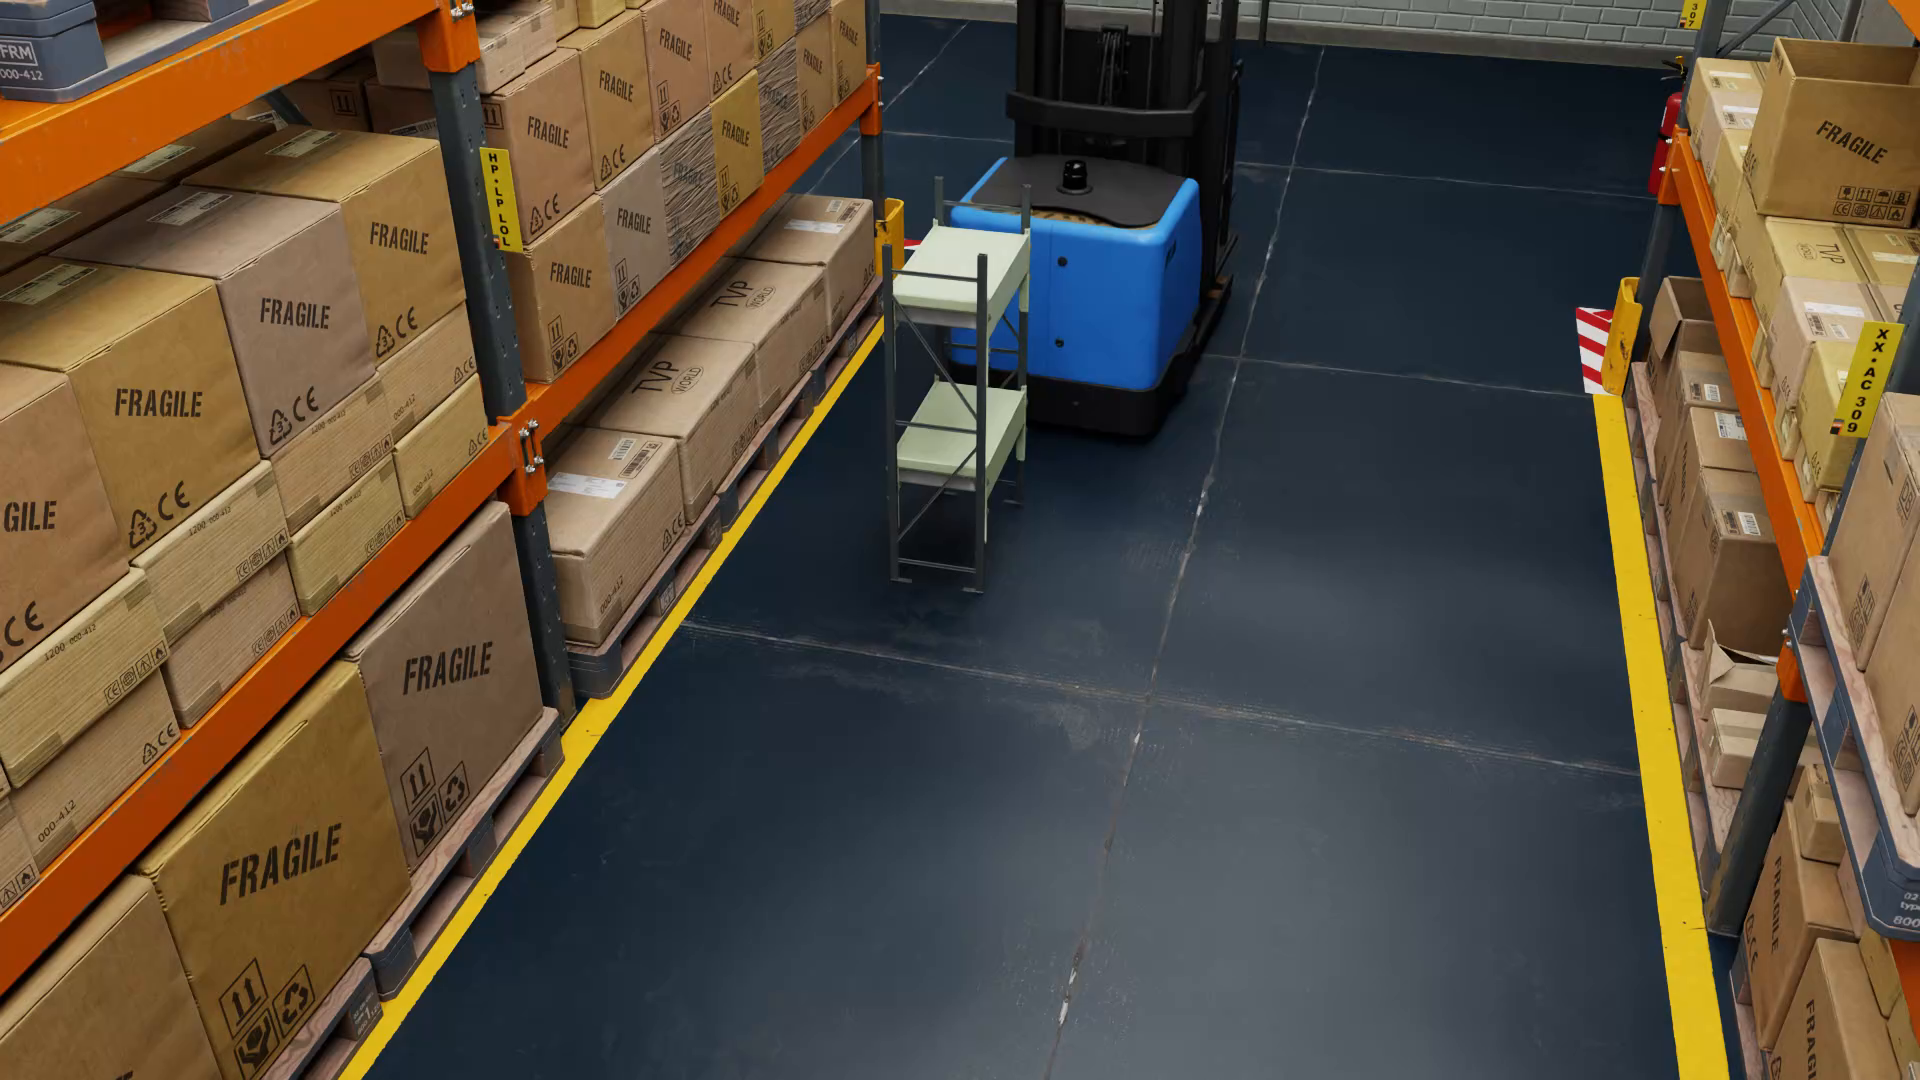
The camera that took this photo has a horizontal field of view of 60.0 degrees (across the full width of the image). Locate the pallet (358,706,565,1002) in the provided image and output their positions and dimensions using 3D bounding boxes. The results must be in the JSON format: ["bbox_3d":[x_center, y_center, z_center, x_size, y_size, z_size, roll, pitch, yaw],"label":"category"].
[{"bbox_3d":[-2.054,0.937,5.580,1.003,0.211,1.213,8,33,12],"label":"pallet"}]

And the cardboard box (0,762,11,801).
[{"bbox_3d":[-2.308,0.523,3.305,0.500,0.250,0.500,8,33,12],"label":"cardboard box"}]

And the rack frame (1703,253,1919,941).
[{"bbox_3d":[2.871,0.023,4.418,1.000,3.000,0.127,8,33,12],"label":"rack frame"}]

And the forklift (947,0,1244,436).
[{"bbox_3d":[0.893,-2.513,8.471,1.130,2.935,3.031,10,34,16],"label":"forklift"}]

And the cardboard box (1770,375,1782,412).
[{"bbox_3d":[2.888,-0.479,5.442,0.380,0.149,0.250,9,34,14],"label":"cardboard box"}]

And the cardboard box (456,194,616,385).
[{"bbox_3d":[-1.559,-0.901,5.778,0.500,0.500,0.500,9,34,14],"label":"cardboard box"}]

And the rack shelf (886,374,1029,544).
[{"bbox_3d":[-0.002,-0.354,7.017,0.431,0.370,0.720,8,33,12],"label":"rack shelf"}]

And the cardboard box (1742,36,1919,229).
[{"bbox_3d":[3.130,-1.454,5.905,0.500,0.500,0.500,9,34,14],"label":"cardboard box"}]

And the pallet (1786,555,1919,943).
[{"bbox_3d":[2.563,0.504,3.840,1.003,0.211,1.213,8,33,12],"label":"pallet"}]

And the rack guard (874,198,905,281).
[{"bbox_3d":[-0.910,-1.684,9.433,1.175,0.500,0.348,8,33,12],"label":"rack guard"}]

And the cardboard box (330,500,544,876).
[{"bbox_3d":[-2.011,0.401,5.412,0.875,0.875,0.875,9,34,14],"label":"cardboard box"}]

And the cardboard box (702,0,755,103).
[{"bbox_3d":[-1.170,-2.116,6.757,0.500,0.500,0.500,8,33,12],"label":"cardboard box"}]

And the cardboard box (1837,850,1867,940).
[{"bbox_3d":[2.527,0.931,4.323,0.380,0.149,0.250,7,33,11],"label":"cardboard box"}]

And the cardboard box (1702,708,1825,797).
[{"bbox_3d":[2.728,0.720,5.588,0.380,0.149,0.250,7,33,11],"label":"cardboard box"}]

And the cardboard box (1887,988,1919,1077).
[{"bbox_3d":[2.417,1.210,3.885,0.380,0.149,0.250,7,33,12],"label":"cardboard box"}]

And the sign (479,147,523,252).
[{"bbox_3d":[-1.404,-1.037,5.080,0.100,0.325,0.005,8,33,12],"label":"sign"}]

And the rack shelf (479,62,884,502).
[{"bbox_3d":[-1.423,-1.385,7.303,1.077,0.370,4.000,8,33,12],"label":"rack shelf"}]

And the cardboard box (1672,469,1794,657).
[{"bbox_3d":[3.121,0.107,6.225,0.700,0.500,0.500,7,33,11],"label":"cardboard box"}]

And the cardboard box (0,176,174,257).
[{"bbox_3d":[-2.423,-0.658,4.464,0.500,0.500,0.500,8,33,12],"label":"cardboard box"}]

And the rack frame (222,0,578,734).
[{"bbox_3d":[-1.931,-0.651,5.478,1.000,3.000,0.127,8,33,12],"label":"rack frame"}]

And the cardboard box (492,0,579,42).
[{"bbox_3d":[-1.526,-1.791,5.641,0.380,0.149,0.250,8,33,12],"label":"cardboard box"}]

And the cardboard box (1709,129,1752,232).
[{"bbox_3d":[3.257,-1.391,6.505,0.500,0.250,0.500,7,33,11],"label":"cardboard box"}]

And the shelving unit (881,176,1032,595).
[{"bbox_3d":[-0.002,-0.629,6.842,0.431,1.500,0.755,8,33,12],"label":"shelving unit"}]

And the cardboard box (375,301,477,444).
[{"bbox_3d":[-1.808,-0.537,4.972,0.500,0.250,0.500,8,33,12],"label":"cardboard box"}]

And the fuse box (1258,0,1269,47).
[{"bbox_3d":[2.487,-4.750,13.127,0.539,1.711,0.414,8,33,12],"label":"fuse box"}]

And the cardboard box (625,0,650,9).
[{"bbox_3d":[-1.308,-2.045,6.041,0.380,0.149,0.250,7,33,11],"label":"cardboard box"}]

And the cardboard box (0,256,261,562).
[{"bbox_3d":[-2.073,-0.319,3.931,0.500,0.500,0.500,9,34,14],"label":"cardboard box"}]

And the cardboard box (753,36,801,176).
[{"bbox_3d":[-1.045,-1.956,7.437,0.500,0.500,0.500,9,34,14],"label":"cardboard box"}]

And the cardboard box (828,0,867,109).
[{"bbox_3d":[-0.782,-2.482,8.266,0.500,0.500,0.500,8,33,13],"label":"cardboard box"}]

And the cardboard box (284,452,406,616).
[{"bbox_3d":[-1.931,-0.056,4.682,0.500,0.250,0.500,8,33,12],"label":"cardboard box"}]

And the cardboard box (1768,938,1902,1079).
[{"bbox_3d":[2.405,1.399,4.192,0.500,0.500,0.500,8,33,12],"label":"cardboard box"}]

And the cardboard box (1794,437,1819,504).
[{"bbox_3d":[2.753,-0.209,5.017,0.380,0.149,0.250,9,34,14],"label":"cardboard box"}]

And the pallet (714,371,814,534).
[{"bbox_3d":[-1.355,-0.493,7.829,1.003,0.211,1.213,8,33,12],"label":"pallet"}]

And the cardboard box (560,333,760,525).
[{"bbox_3d":[-1.441,-0.523,7.273,0.875,0.438,0.875,7,33,11],"label":"cardboard box"}]

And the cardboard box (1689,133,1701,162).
[{"bbox_3d":[3.537,-1.813,7.541,0.380,0.149,0.250,8,33,12],"label":"cardboard box"}]

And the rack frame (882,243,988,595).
[{"bbox_3d":[-0.095,-0.440,6.543,0.400,1.500,0.023,8,33,12],"label":"rack frame"}]

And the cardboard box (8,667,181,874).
[{"bbox_3d":[-2.205,0.472,3.852,0.500,0.250,0.500,8,33,12],"label":"cardboard box"}]

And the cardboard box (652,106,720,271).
[{"bbox_3d":[-1.295,-1.419,6.592,0.500,0.500,0.500,8,33,13],"label":"cardboard box"}]

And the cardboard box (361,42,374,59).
[{"bbox_3d":[-1.989,-1.714,5.520,0.380,0.149,0.250,9,33,14],"label":"cardboard box"}]

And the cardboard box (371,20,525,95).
[{"bbox_3d":[-1.600,-1.517,5.211,0.380,0.149,0.250,8,33,12],"label":"cardboard box"}]

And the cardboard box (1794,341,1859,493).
[{"bbox_3d":[2.764,-0.337,4.846,0.500,0.250,0.500,9,33,14],"label":"cardboard box"}]

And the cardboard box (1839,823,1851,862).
[{"bbox_3d":[2.503,0.793,4.264,0.380,0.149,0.250,6,33,10],"label":"cardboard box"}]

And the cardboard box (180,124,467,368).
[{"bbox_3d":[-1.801,-0.849,4.764,0.500,0.500,0.500,9,34,14],"label":"cardboard box"}]

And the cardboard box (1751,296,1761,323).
[{"bbox_3d":[3.117,-0.869,6.055,0.380,0.149,0.250,8,33,12],"label":"cardboard box"}]

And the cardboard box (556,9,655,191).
[{"bbox_3d":[-1.442,-1.590,5.930,0.500,0.500,0.500,8,33,12],"label":"cardboard box"}]

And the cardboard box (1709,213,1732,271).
[{"bbox_3d":[3.162,-1.152,6.500,0.380,0.149,0.250,7,33,11],"label":"cardboard box"}]

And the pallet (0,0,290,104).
[{"bbox_3d":[-2.116,-1.353,3.965,0.805,0.209,1.217,7,33,10],"label":"pallet"}]

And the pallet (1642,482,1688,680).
[{"bbox_3d":[3.354,0.209,6.725,1.003,0.211,1.213,8,33,12],"label":"pallet"}]

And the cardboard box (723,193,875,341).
[{"bbox_3d":[-0.987,-1.466,8.757,0.875,0.438,0.875,7,33,11],"label":"cardboard box"}]

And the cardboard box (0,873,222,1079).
[{"bbox_3d":[-2.460,1.335,3.943,0.875,0.875,0.875,8,33,13],"label":"cardboard box"}]

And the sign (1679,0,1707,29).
[{"bbox_3d":[3.361,-2.492,7.567,0.100,0.325,0.005,8,33,12],"label":"sign"}]

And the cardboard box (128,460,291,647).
[{"bbox_3d":[-2.053,-0.007,4.138,0.500,0.250,0.500,9,33,14],"label":"cardboard box"}]

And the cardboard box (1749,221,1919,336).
[{"bbox_3d":[3.017,-0.856,5.662,0.500,0.250,0.500,8,33,12],"label":"cardboard box"}]

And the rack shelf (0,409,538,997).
[{"bbox_3d":[-2.439,0.691,4.038,1.077,0.370,4.000,8,33,12],"label":"rack shelf"}]

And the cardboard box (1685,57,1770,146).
[{"bbox_3d":[3.511,-1.916,7.331,0.500,0.250,0.500,8,33,13],"label":"cardboard box"}]

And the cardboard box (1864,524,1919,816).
[{"bbox_3d":[2.401,0.293,3.509,0.700,0.500,0.500,8,33,13],"label":"cardboard box"}]

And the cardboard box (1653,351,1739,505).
[{"bbox_3d":[3.385,-0.432,7.072,0.700,0.500,0.500,9,34,14],"label":"cardboard box"}]

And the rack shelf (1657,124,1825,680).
[{"bbox_3d":[3.379,-0.711,6.243,1.077,0.370,4.000,8,33,12],"label":"rack shelf"}]

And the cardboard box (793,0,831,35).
[{"bbox_3d":[-0.912,-2.633,7.570,0.500,0.500,0.500,8,33,13],"label":"cardboard box"}]

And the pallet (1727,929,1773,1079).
[{"bbox_3d":[2.701,1.627,4.494,1.003,0.211,1.213,8,33,12],"label":"pallet"}]
